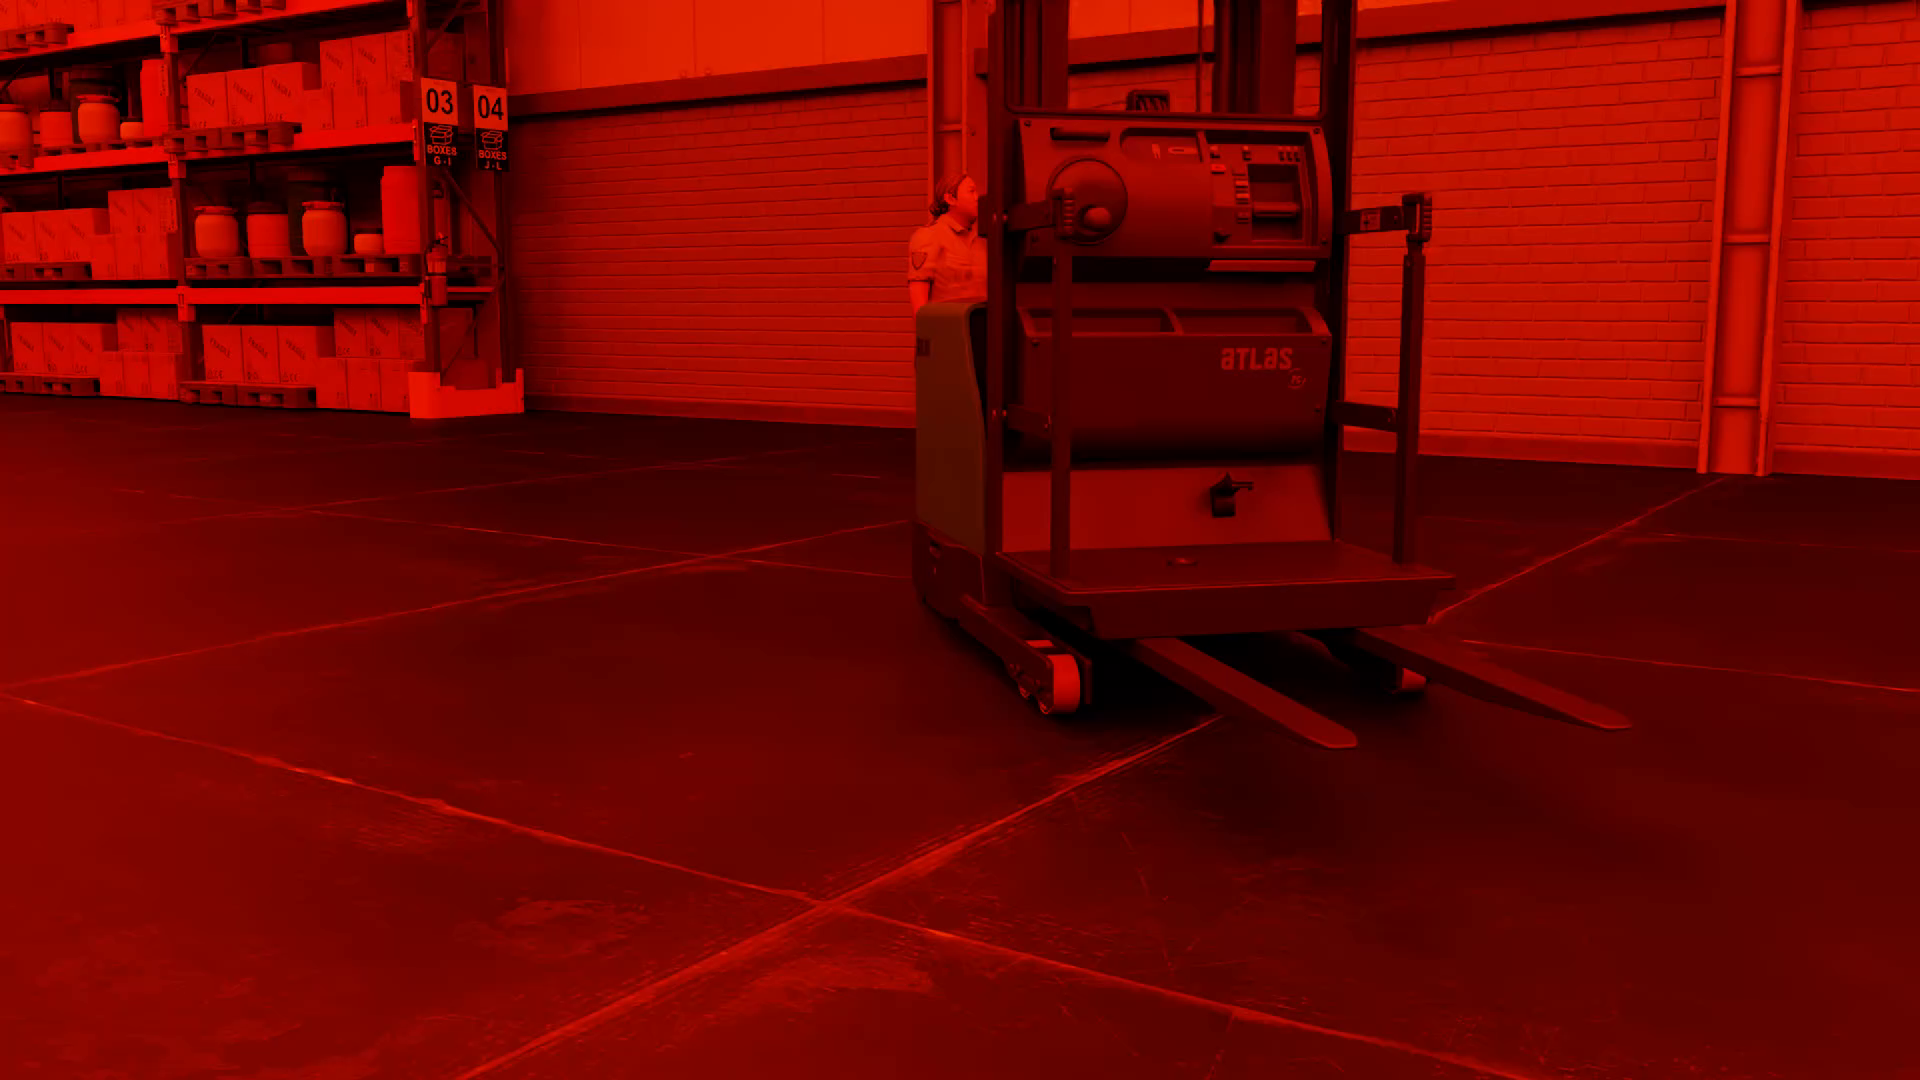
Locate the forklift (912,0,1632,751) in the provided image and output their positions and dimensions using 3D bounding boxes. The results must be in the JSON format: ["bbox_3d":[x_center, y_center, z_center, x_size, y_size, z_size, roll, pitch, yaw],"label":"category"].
[{"bbox_3d":[0.676,-1.048,4.564,1.130,2.935,3.031,-2,8,-14],"label":"forklift"}]

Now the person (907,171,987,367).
[{"bbox_3d":[0.062,-0.812,7.418,0.502,1.651,0.598,5,10,34],"label":"person"}]
